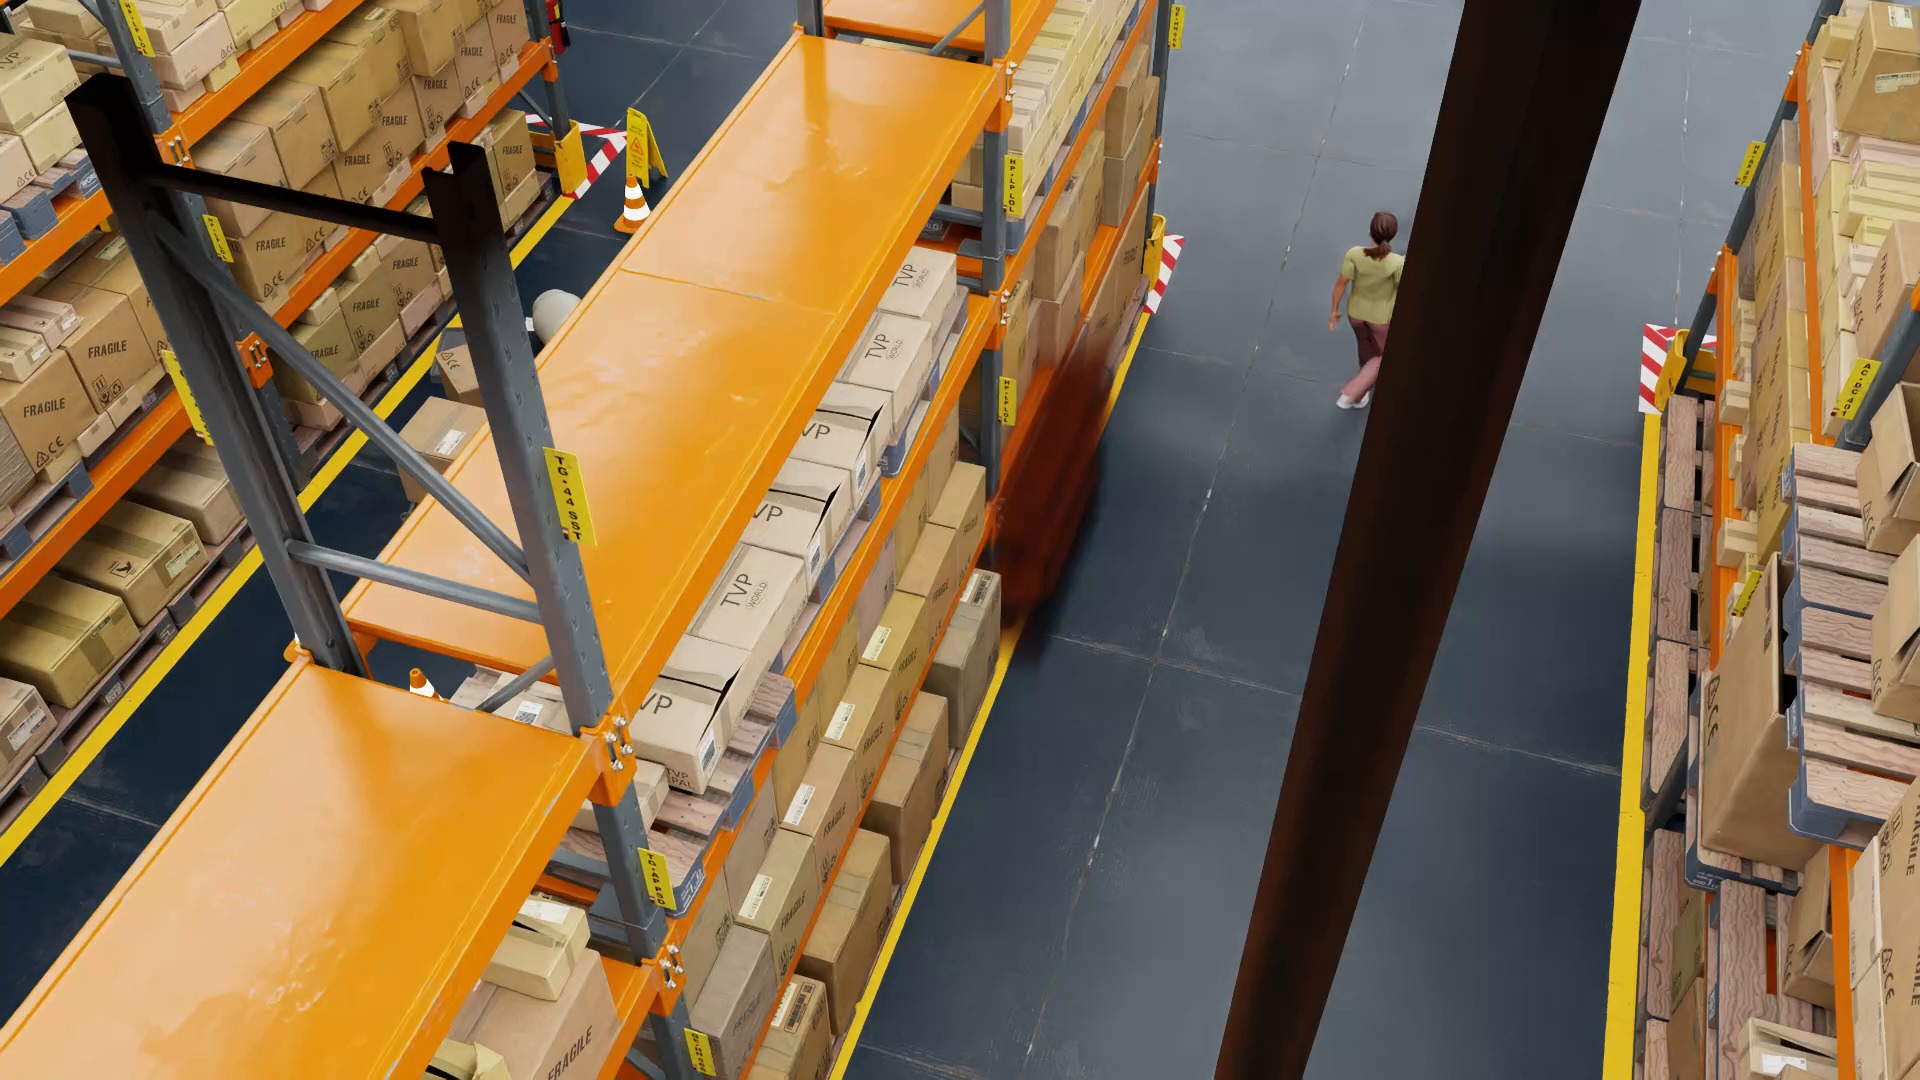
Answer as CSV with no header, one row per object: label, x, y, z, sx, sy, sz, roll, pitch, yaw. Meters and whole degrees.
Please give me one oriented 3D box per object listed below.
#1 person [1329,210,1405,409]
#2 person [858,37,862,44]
person,2.851,-1.594,11.514,0.522,1.627,0.958,20,49,18
person,-0.637,-4.461,14.313,0.573,1.692,0.873,-35,55,-29
